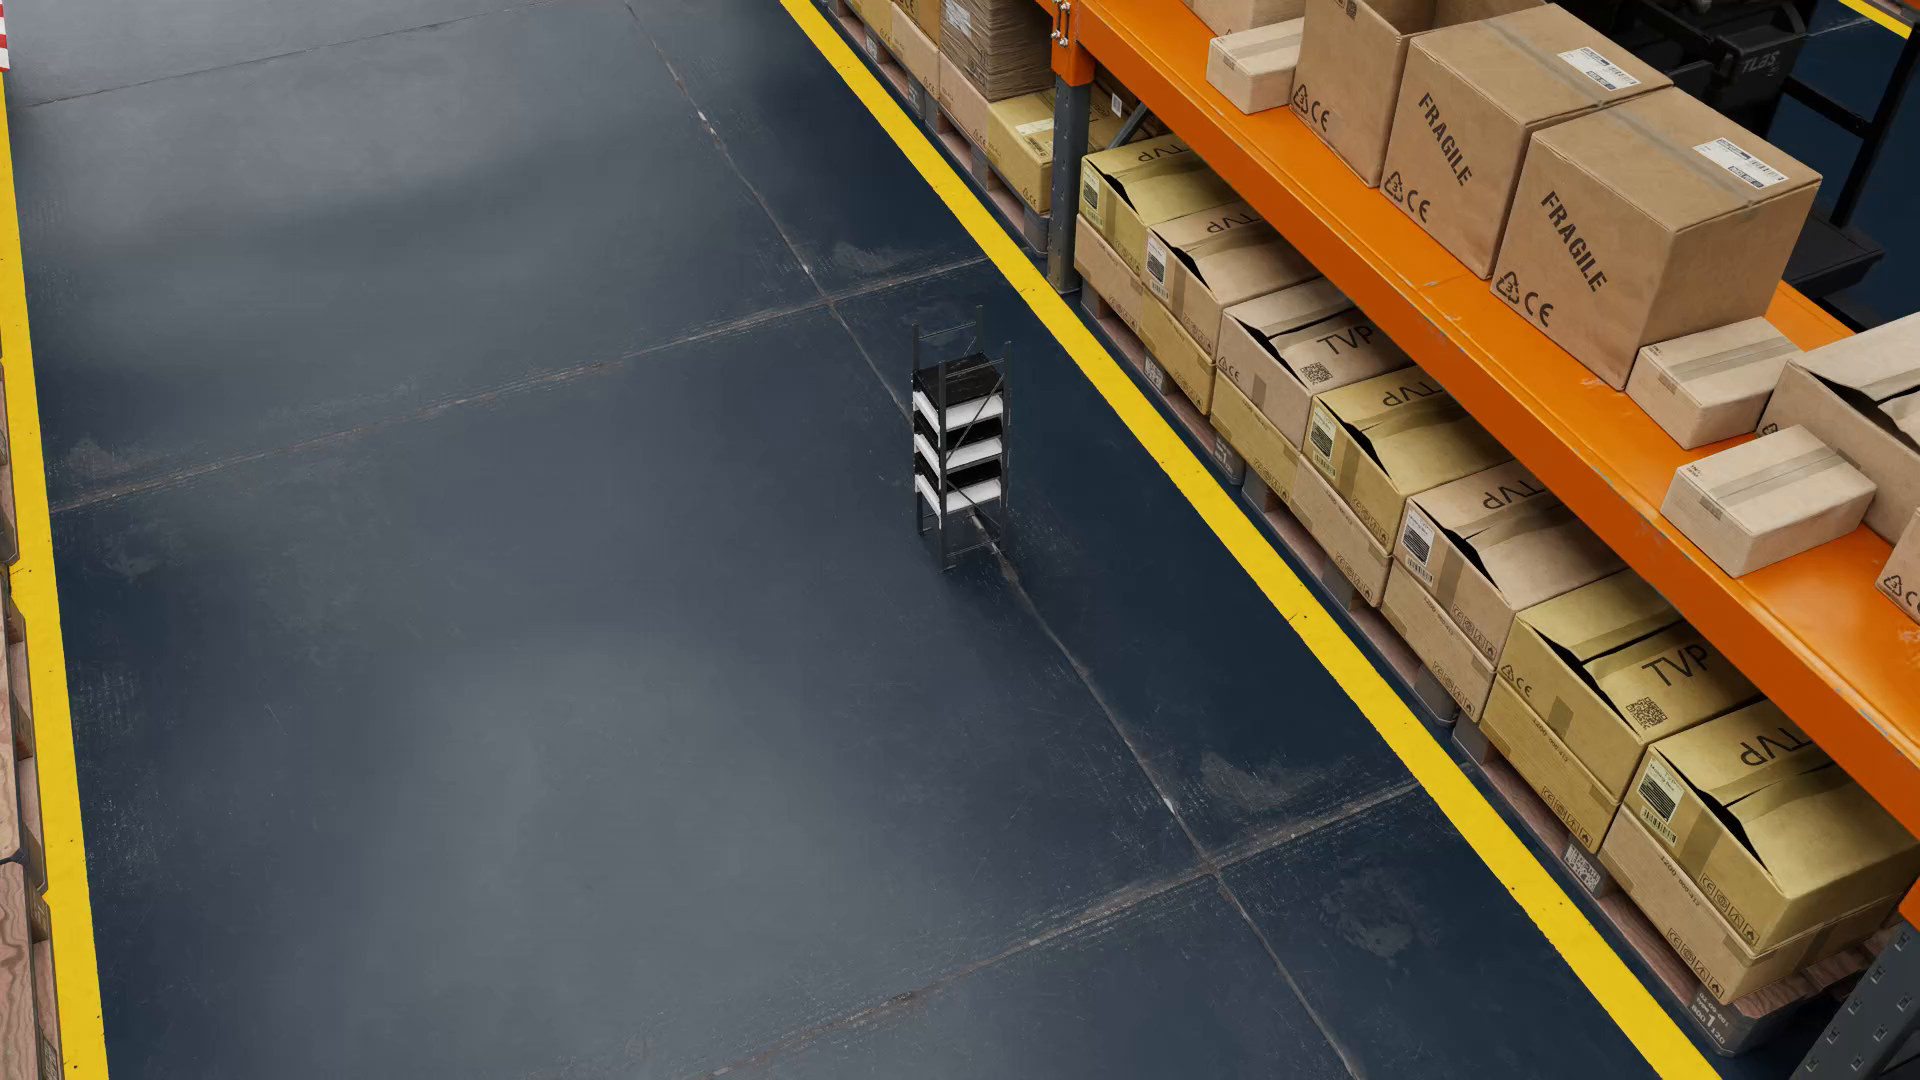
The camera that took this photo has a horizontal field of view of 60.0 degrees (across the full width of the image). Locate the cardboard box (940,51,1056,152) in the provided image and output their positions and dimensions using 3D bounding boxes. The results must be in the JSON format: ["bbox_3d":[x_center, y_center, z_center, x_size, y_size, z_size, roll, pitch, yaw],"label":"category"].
[{"bbox_3d":[0.240,-1.965,7.264,0.500,0.250,0.500,-18,47,-17],"label":"cardboard box"}]

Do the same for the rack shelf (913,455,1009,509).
[{"bbox_3d":[0.003,-0.227,5.515,0.258,0.077,0.200,-18,47,-17],"label":"rack shelf"}]

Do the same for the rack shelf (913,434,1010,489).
[{"bbox_3d":[0.003,-0.291,5.452,0.258,0.077,0.200,-18,47,-17],"label":"rack shelf"}]

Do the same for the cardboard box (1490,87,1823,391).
[{"bbox_3d":[1.796,-0.793,4.346,0.500,0.500,0.500,-20,48,-20],"label":"cardboard box"}]

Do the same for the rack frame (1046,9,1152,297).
[{"bbox_3d":[0.834,-2.242,5.886,1.000,3.000,0.127,-18,47,-17],"label":"rack frame"}]

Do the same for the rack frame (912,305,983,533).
[{"bbox_3d":[-0.039,-0.380,5.494,0.240,0.900,0.006,-18,47,-17],"label":"rack frame"}]

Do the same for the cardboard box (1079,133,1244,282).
[{"bbox_3d":[0.782,-1.275,6.166,0.500,0.311,0.500,-18,47,-17],"label":"cardboard box"}]

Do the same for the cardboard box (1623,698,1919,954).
[{"bbox_3d":[2.072,0.676,4.189,0.500,0.311,0.500,-17,47,-16],"label":"cardboard box"}]

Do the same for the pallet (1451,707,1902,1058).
[{"bbox_3d":[2.205,0.764,4.826,1.003,0.211,1.213,-18,47,-17],"label":"pallet"}]

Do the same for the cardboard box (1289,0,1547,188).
[{"bbox_3d":[1.364,-1.447,5.010,0.500,0.500,0.500,-15,47,-15],"label":"cardboard box"}]

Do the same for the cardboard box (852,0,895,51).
[{"bbox_3d":[-0.195,-2.598,7.906,0.500,0.250,0.500,-18,47,-17],"label":"cardboard box"}]

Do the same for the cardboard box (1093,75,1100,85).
[{"bbox_3d":[0.709,-2.118,7.419,0.500,0.250,0.500,-18,47,-17],"label":"cardboard box"}]

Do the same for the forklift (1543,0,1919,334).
[{"bbox_3d":[2.861,-2.030,5.720,1.130,2.935,3.031,-19,48,-18],"label":"forklift"}]

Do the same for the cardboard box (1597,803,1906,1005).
[{"bbox_3d":[2.073,0.873,4.388,0.500,0.250,0.500,-17,47,-16],"label":"cardboard box"}]

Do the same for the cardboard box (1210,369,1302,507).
[{"bbox_3d":[1.213,-0.427,5.706,0.500,0.250,0.500,-19,48,-19],"label":"cardboard box"}]

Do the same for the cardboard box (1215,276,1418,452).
[{"bbox_3d":[1.206,-0.625,5.507,0.500,0.311,0.500,-20,48,-19],"label":"cardboard box"}]

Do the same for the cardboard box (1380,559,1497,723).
[{"bbox_3d":[1.645,0.225,5.045,0.500,0.250,0.500,-17,47,-17],"label":"cardboard box"}]

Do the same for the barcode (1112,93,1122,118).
[{"bbox_3d":[0.564,-1.565,5.983,0.001,0.075,0.075,-18,47,-17],"label":"barcode"}]

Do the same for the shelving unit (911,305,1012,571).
[{"bbox_3d":[0.003,-0.315,5.429,0.258,0.900,0.210,-18,47,-17],"label":"shelving unit"}]

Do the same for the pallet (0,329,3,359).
[{"bbox_3d":[-4.423,-1.007,6.621,1.003,0.211,1.213,-18,47,-17],"label":"pallet"}]

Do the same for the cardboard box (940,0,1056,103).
[{"bbox_3d":[0.241,-2.232,7.002,0.500,0.500,0.500,-18,47,-17],"label":"cardboard box"}]

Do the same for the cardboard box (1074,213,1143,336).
[{"bbox_3d":[0.779,-1.082,6.370,0.500,0.250,0.500,-19,48,-18],"label":"cardboard box"}]

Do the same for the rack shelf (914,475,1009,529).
[{"bbox_3d":[0.003,-0.163,5.579,0.258,0.077,0.200,-18,47,-17],"label":"rack shelf"}]

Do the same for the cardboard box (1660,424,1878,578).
[{"bbox_3d":[1.887,-0.095,3.889,0.380,0.149,0.250,-18,47,-17],"label":"cardboard box"}]

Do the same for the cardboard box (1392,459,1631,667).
[{"bbox_3d":[1.638,0.024,4.849,0.500,0.311,0.500,-18,47,-18],"label":"cardboard box"}]

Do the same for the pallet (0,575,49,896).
[{"bbox_3d":[-3.296,0.700,4.890,1.003,0.211,1.213,-18,47,-17],"label":"pallet"}]

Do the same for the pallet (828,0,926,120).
[{"bbox_3d":[0.021,-2.547,8.181,1.003,0.211,1.213,-18,47,-17],"label":"pallet"}]

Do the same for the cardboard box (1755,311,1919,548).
[{"bbox_3d":[2.316,-0.288,3.970,0.500,0.311,0.500,-19,48,-18],"label":"cardboard box"}]

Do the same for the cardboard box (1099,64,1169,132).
[{"bbox_3d":[0.923,-2.067,6.834,0.500,0.500,0.500,-18,47,-17],"label":"cardboard box"}]

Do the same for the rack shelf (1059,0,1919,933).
[{"bbox_3d":[1.675,-0.711,4.847,1.077,0.370,4.000,-18,47,-17],"label":"rack shelf"}]

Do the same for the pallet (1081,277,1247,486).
[{"bbox_3d":[1.179,-0.791,6.401,1.003,0.211,1.213,-18,47,-17],"label":"pallet"}]
